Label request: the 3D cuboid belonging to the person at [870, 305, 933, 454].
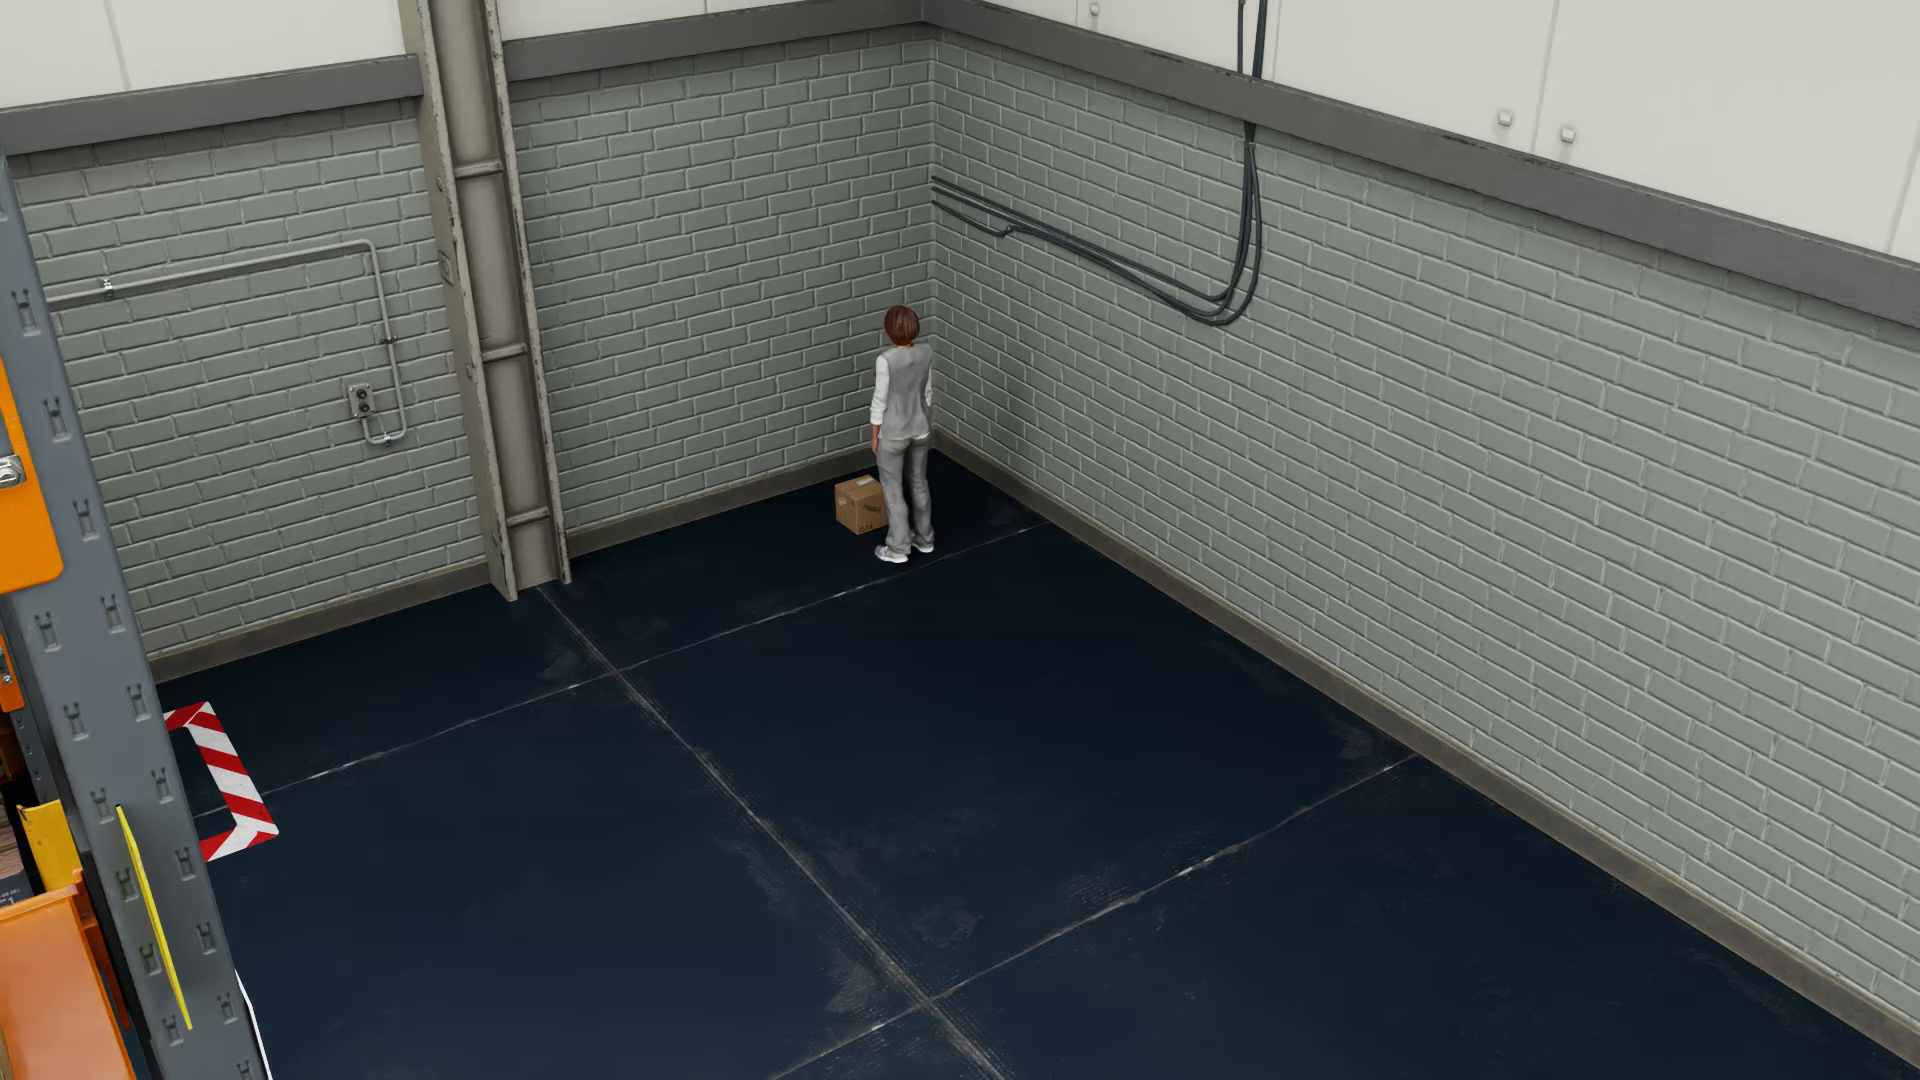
[{"bbox_3d":[-0.346,-0.918,9.599,0.408,0.928,0.278,-18,34,-29],"label":"person"}]
